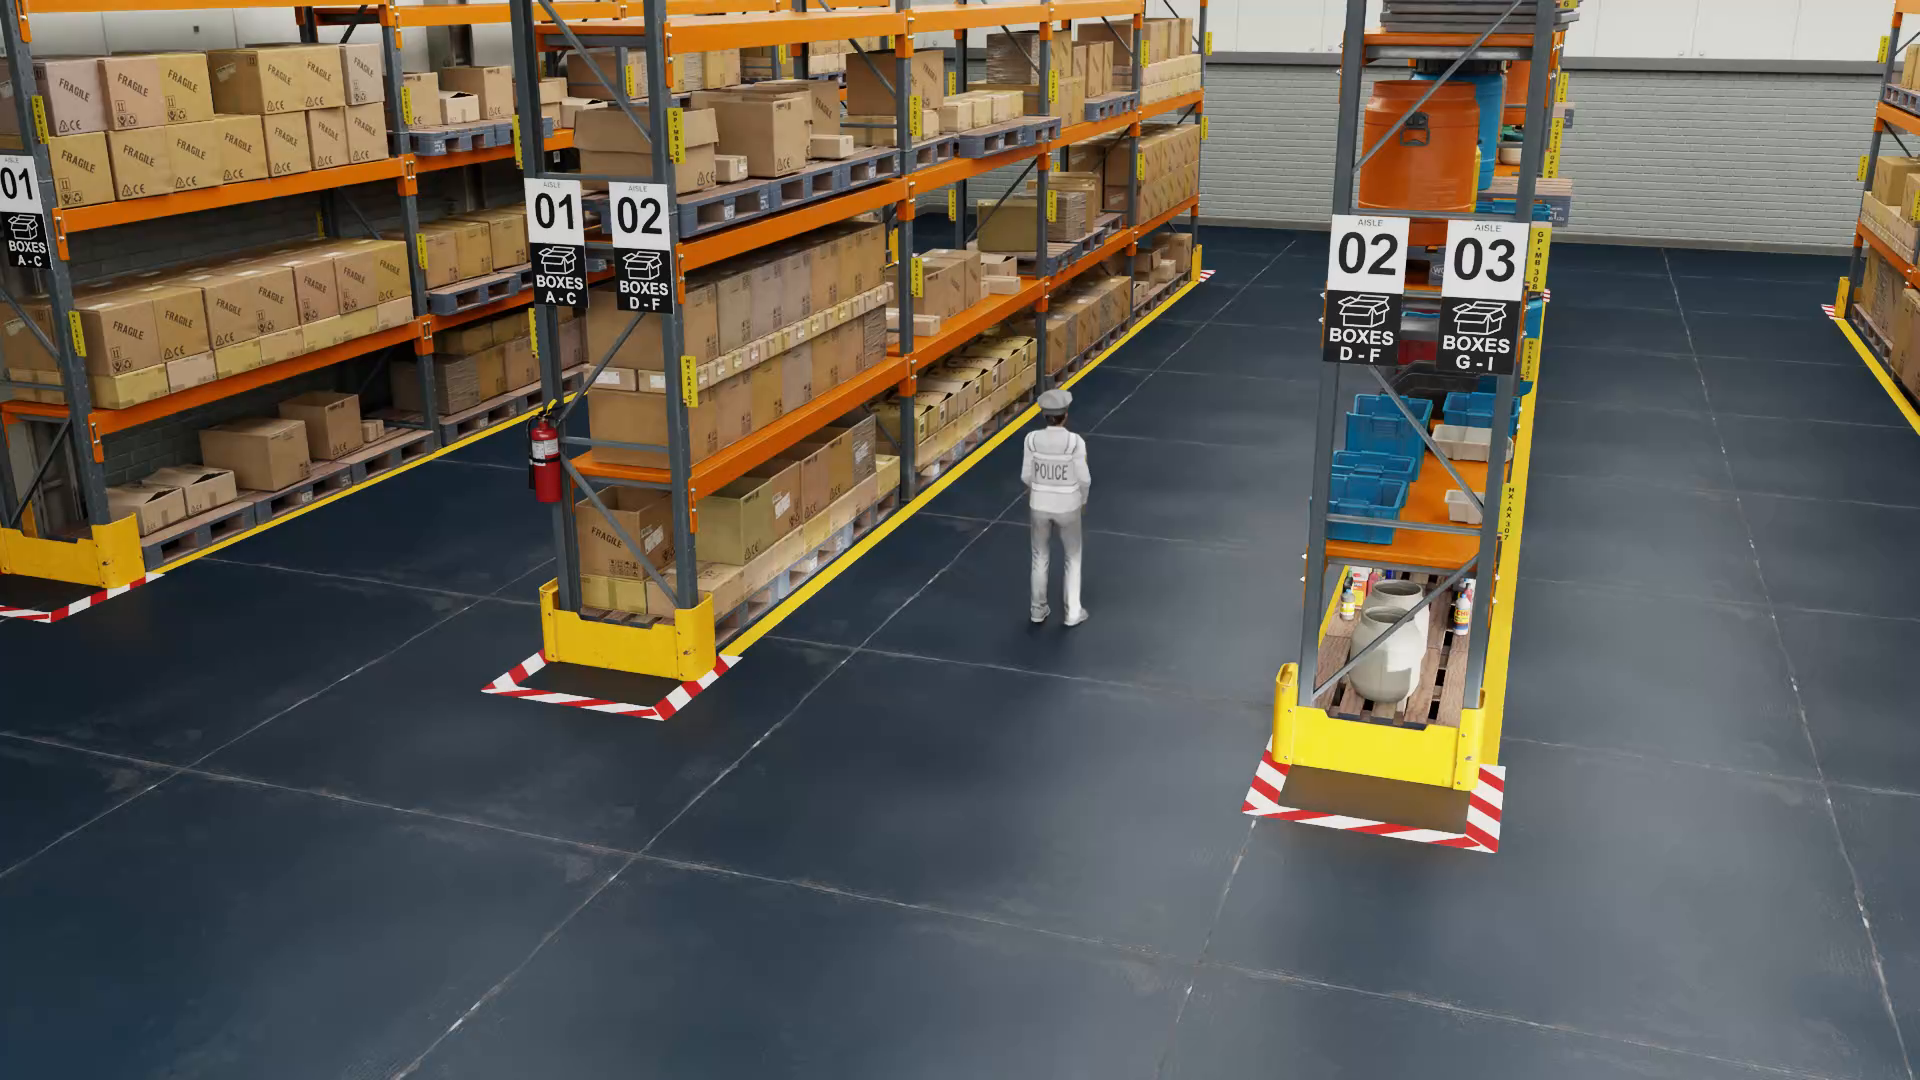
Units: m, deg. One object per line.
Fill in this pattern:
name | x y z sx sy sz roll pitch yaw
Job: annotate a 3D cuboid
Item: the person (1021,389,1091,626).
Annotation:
person | 0.682 -0.235 11.711 0.497 1.687 0.439 6 20 17
